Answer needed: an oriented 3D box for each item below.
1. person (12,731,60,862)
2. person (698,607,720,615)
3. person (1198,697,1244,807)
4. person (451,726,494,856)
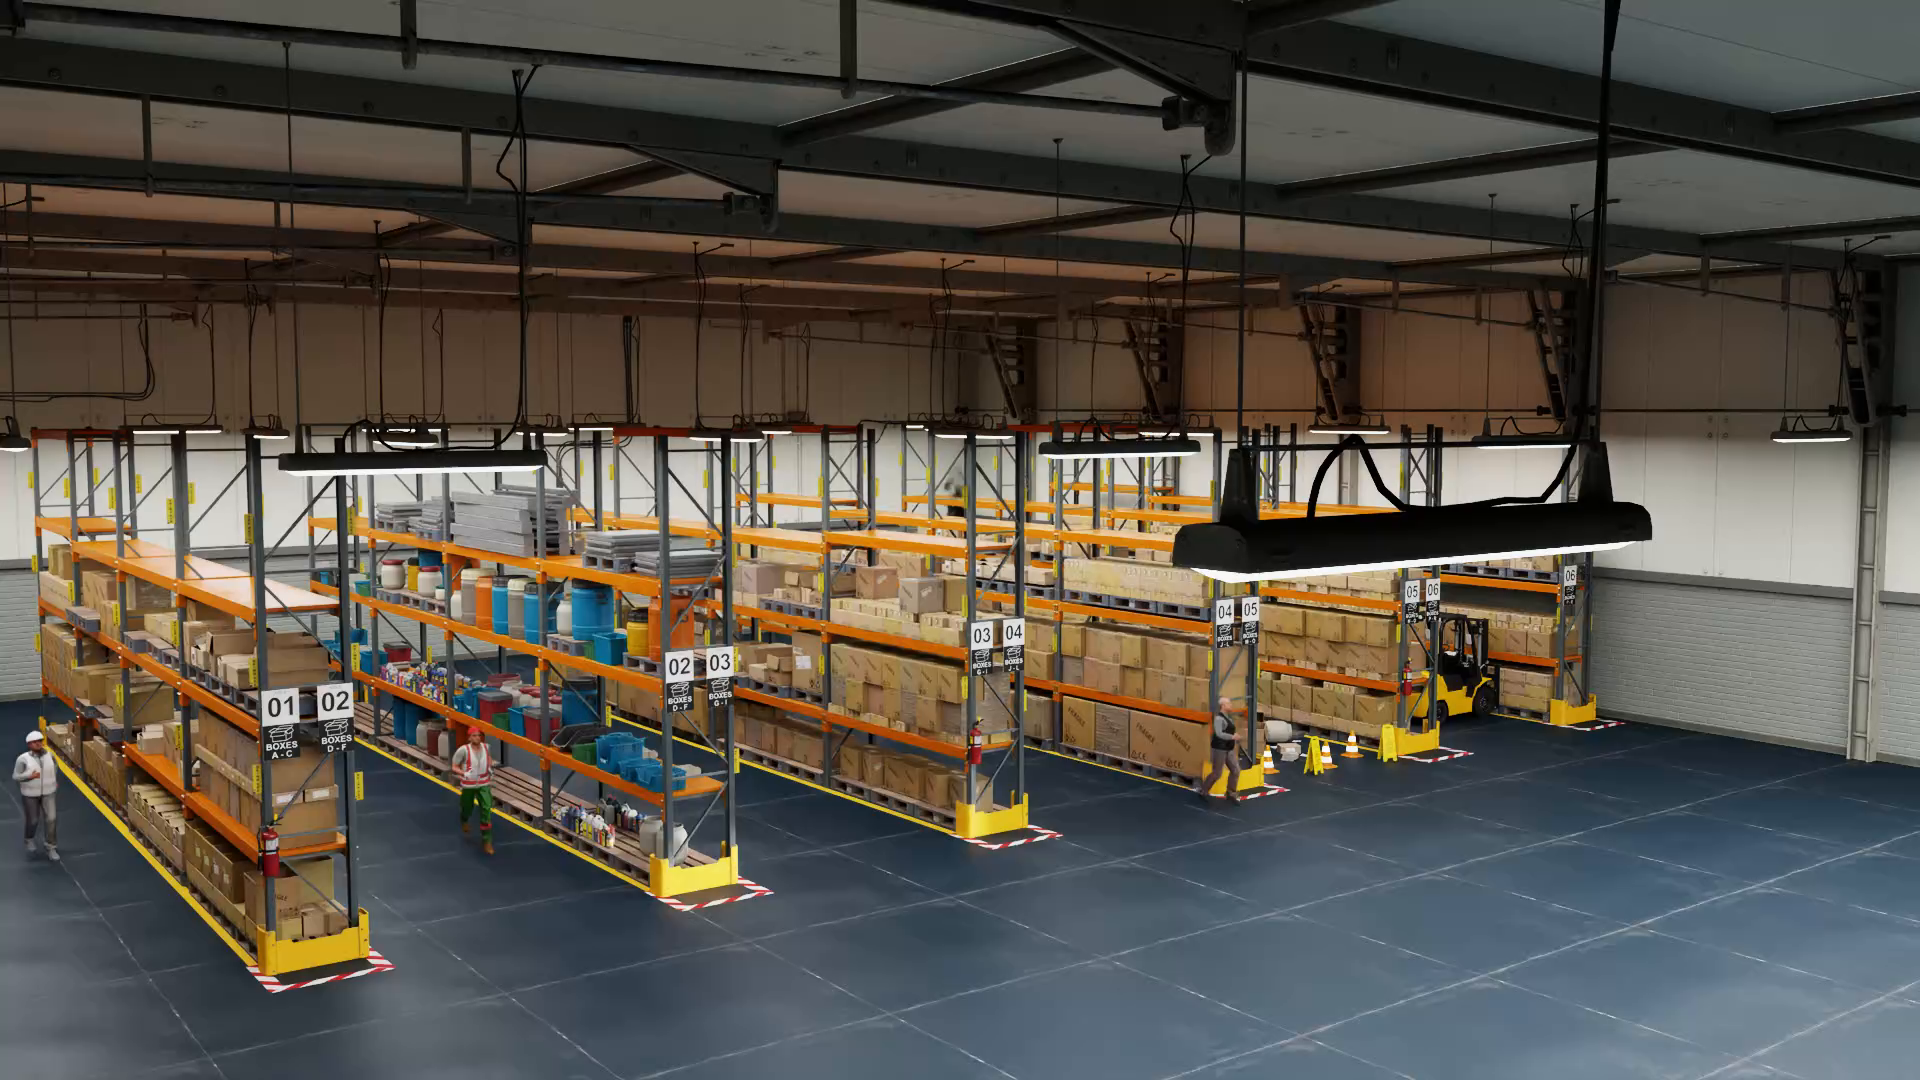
[{"bbox_3d":[-12.974,3.581,23.414,0.651,1.789,0.881,-4,6,-44],"label":"person"},{"bbox_3d":[-6.159,2.089,41.393,0.706,1.814,0.888,3,6,36],"label":"person"},{"bbox_3d":[4.195,3.402,26.572,0.761,1.804,0.674,2,5,29],"label":"person"},{"bbox_3d":[-7.023,3.561,23.981,0.622,1.794,1.156,-2,5,-28],"label":"person"}]
